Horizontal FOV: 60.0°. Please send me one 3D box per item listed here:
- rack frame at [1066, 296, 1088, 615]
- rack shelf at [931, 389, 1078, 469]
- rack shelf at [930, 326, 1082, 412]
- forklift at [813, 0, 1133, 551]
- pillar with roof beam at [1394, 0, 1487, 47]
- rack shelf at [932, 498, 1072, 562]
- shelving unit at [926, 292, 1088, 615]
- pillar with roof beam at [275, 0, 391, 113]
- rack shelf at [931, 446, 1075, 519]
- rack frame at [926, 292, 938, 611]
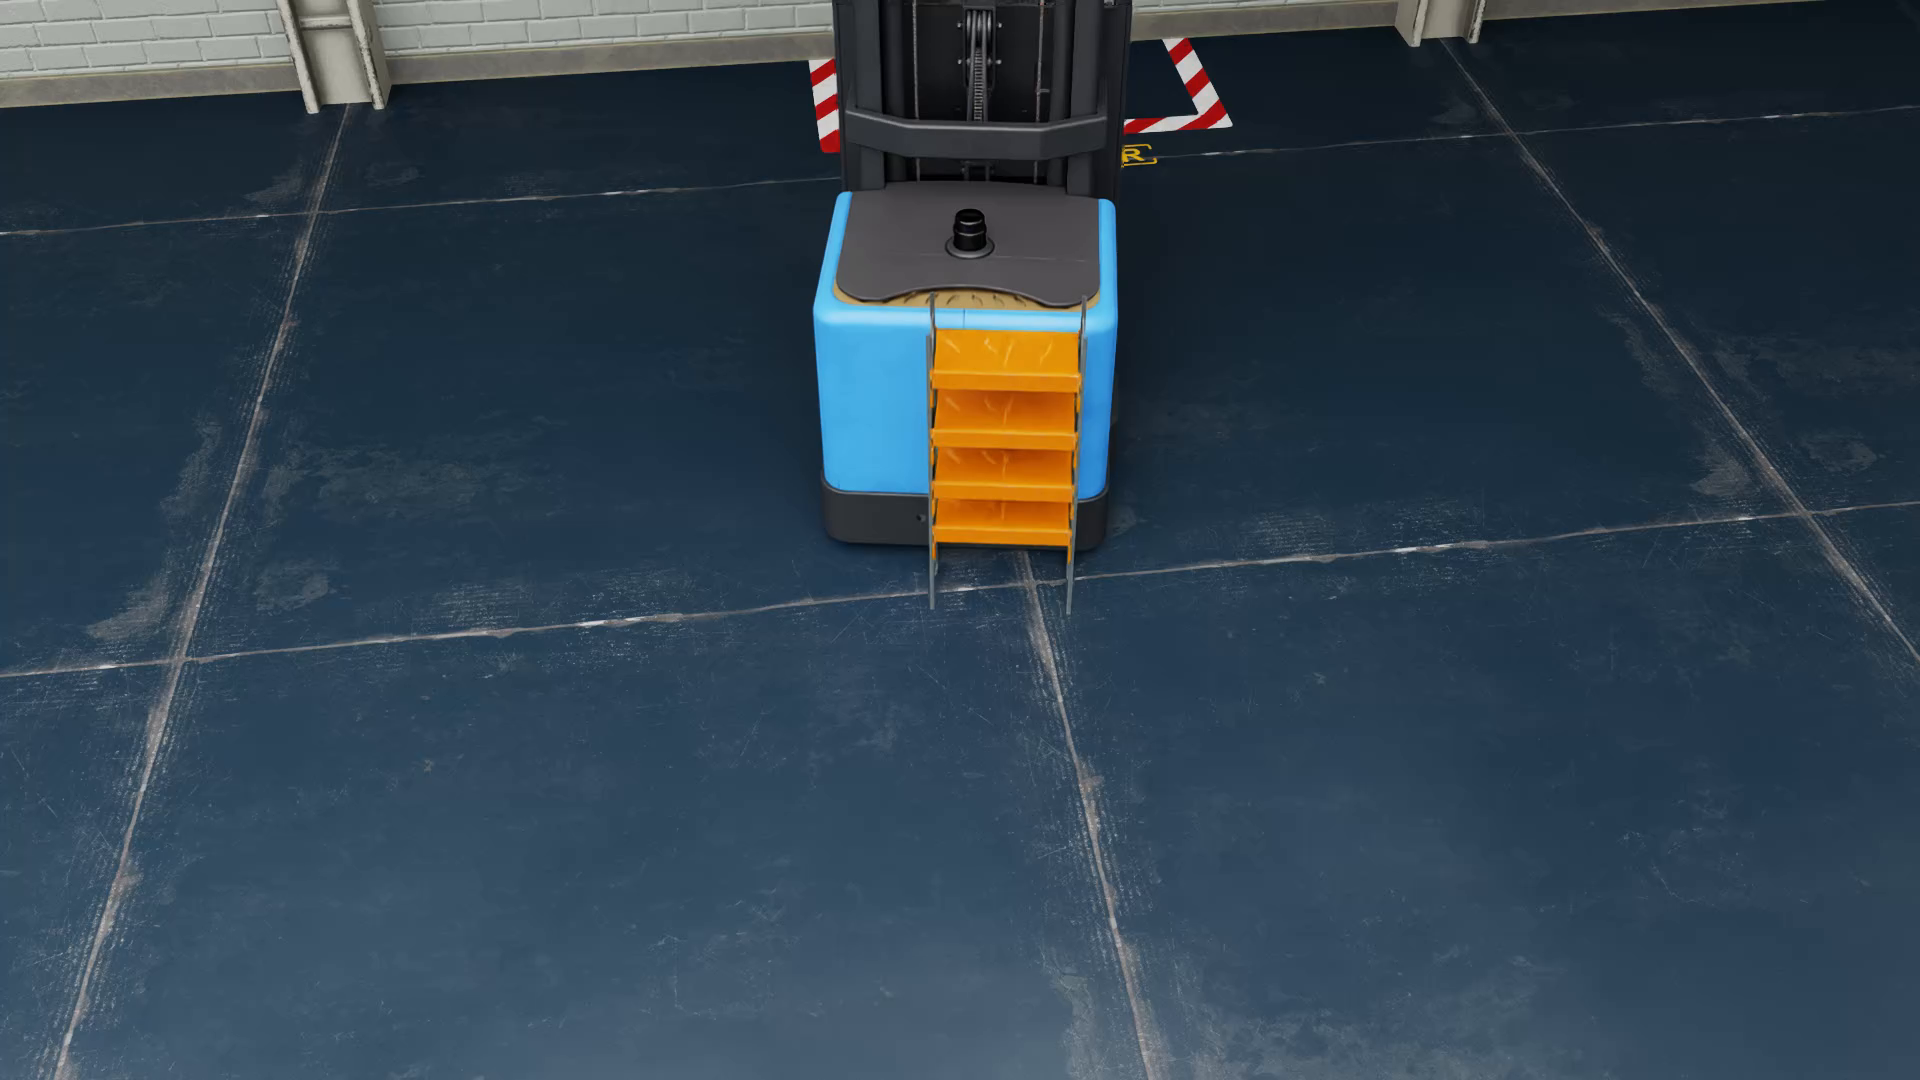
[{"bbox_3d":[0.393,-0.257,5.639,0.015,1.200,0.240,2,42,2],"label":"rack frame"},{"bbox_3d":[0.150,-0.381,5.543,0.480,0.148,0.258,2,42,2],"label":"rack shelf"},{"bbox_3d":[0.150,-0.556,5.384,0.480,0.148,0.258,2,42,2],"label":"rack shelf"},{"bbox_3d":[0.095,-2.022,6.303,1.130,2.935,3.031,2,42,2],"label":"forklift"},{"bbox_3d":[3.257,-3.365,3.262,0.400,9.000,9.100,-5,42,-6],"label":"pillar with roof beam"},{"bbox_3d":[0.150,-0.067,5.825,0.480,0.148,0.258,2,42,2],"label":"rack shelf"},{"bbox_3d":[0.150,-0.264,5.647,0.503,1.200,0.258,2,42,2],"label":"shelving unit"},{"bbox_3d":[-2.693,-2.844,2.684,0.400,9.000,9.100,-5,42,-6],"label":"pillar with roof beam"},{"bbox_3d":[0.150,-0.214,5.692,0.480,0.148,0.258,2,42,2],"label":"rack shelf"},{"bbox_3d":[-0.094,-0.272,5.656,0.015,1.200,0.240,2,42,2],"label":"rack frame"}]
